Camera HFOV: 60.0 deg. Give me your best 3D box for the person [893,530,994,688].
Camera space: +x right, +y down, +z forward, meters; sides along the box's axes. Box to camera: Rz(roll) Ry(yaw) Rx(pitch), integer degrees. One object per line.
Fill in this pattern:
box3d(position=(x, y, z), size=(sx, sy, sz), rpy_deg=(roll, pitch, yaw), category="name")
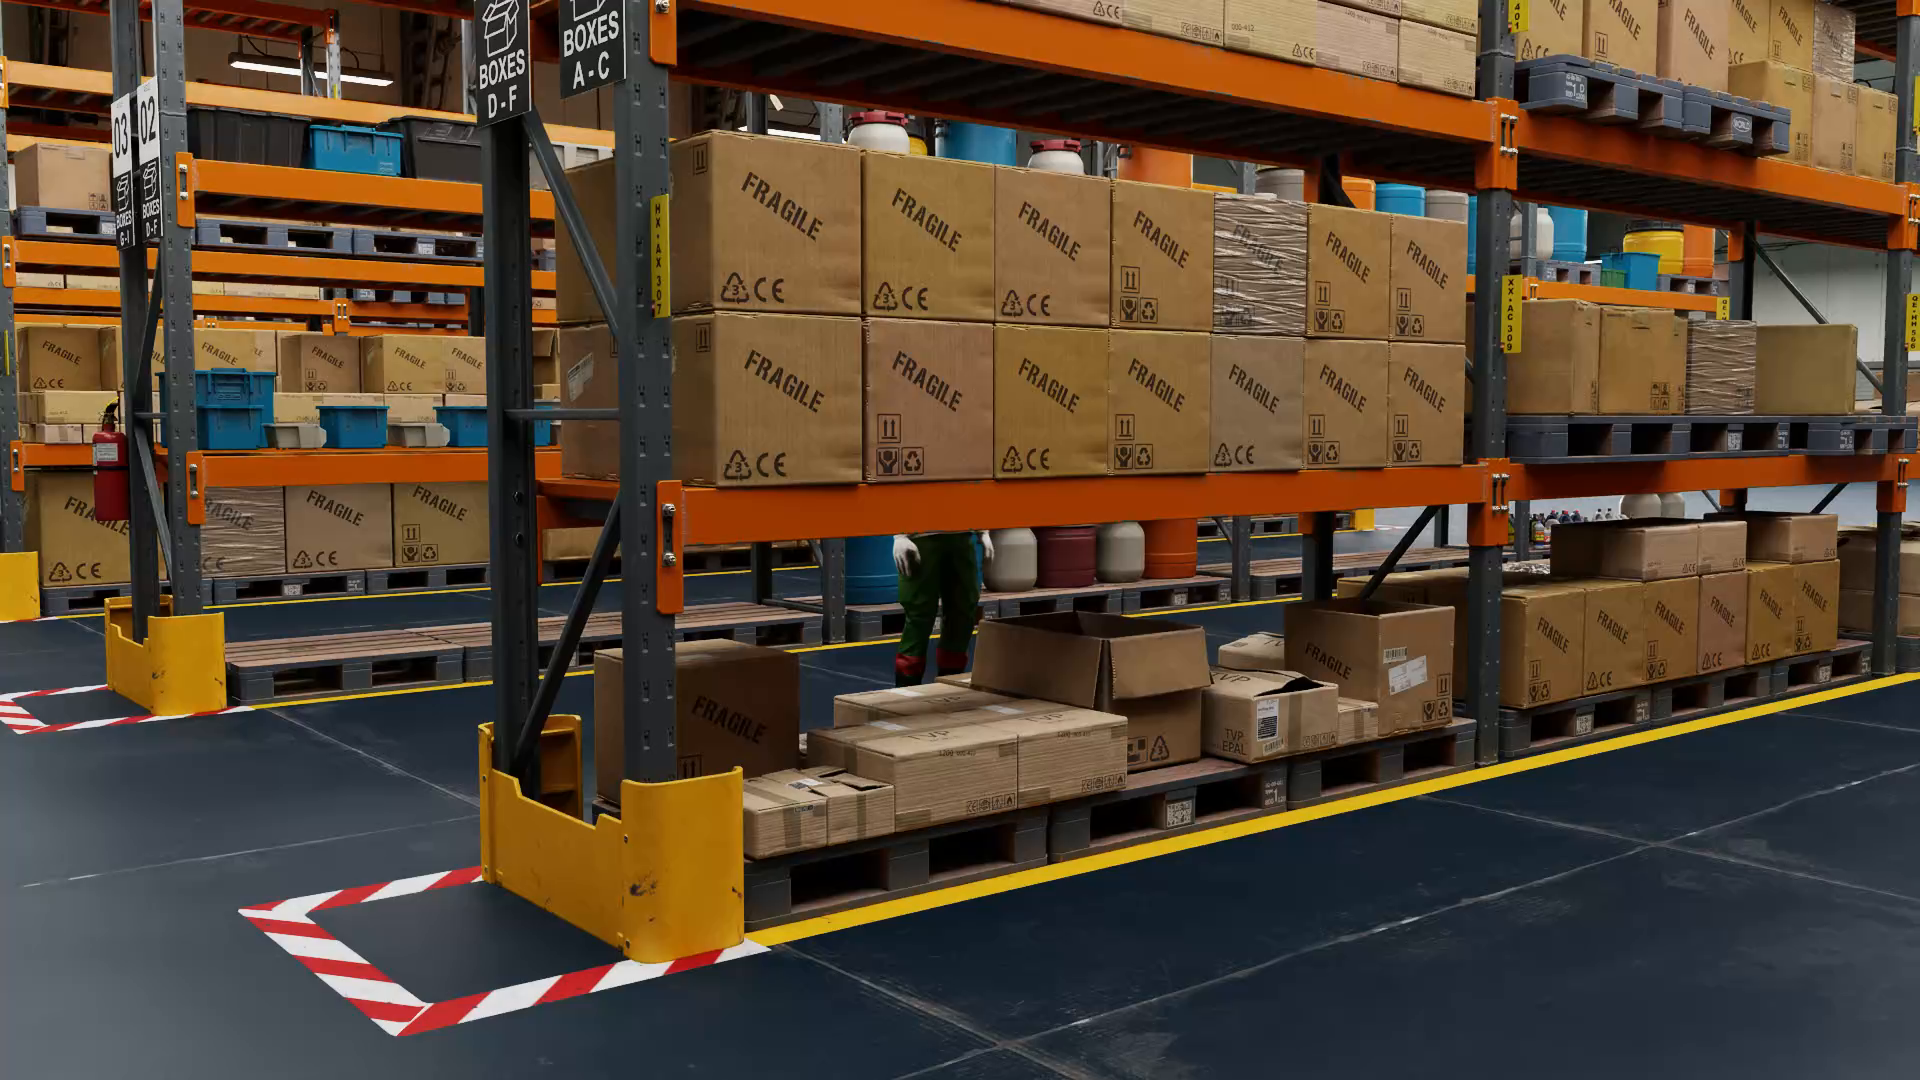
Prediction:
box3d(position=(-0.090, 0.013, 8.141), size=(0.608, 1.780, 0.448), rpy_deg=(-3, 5, -38), category="person")
